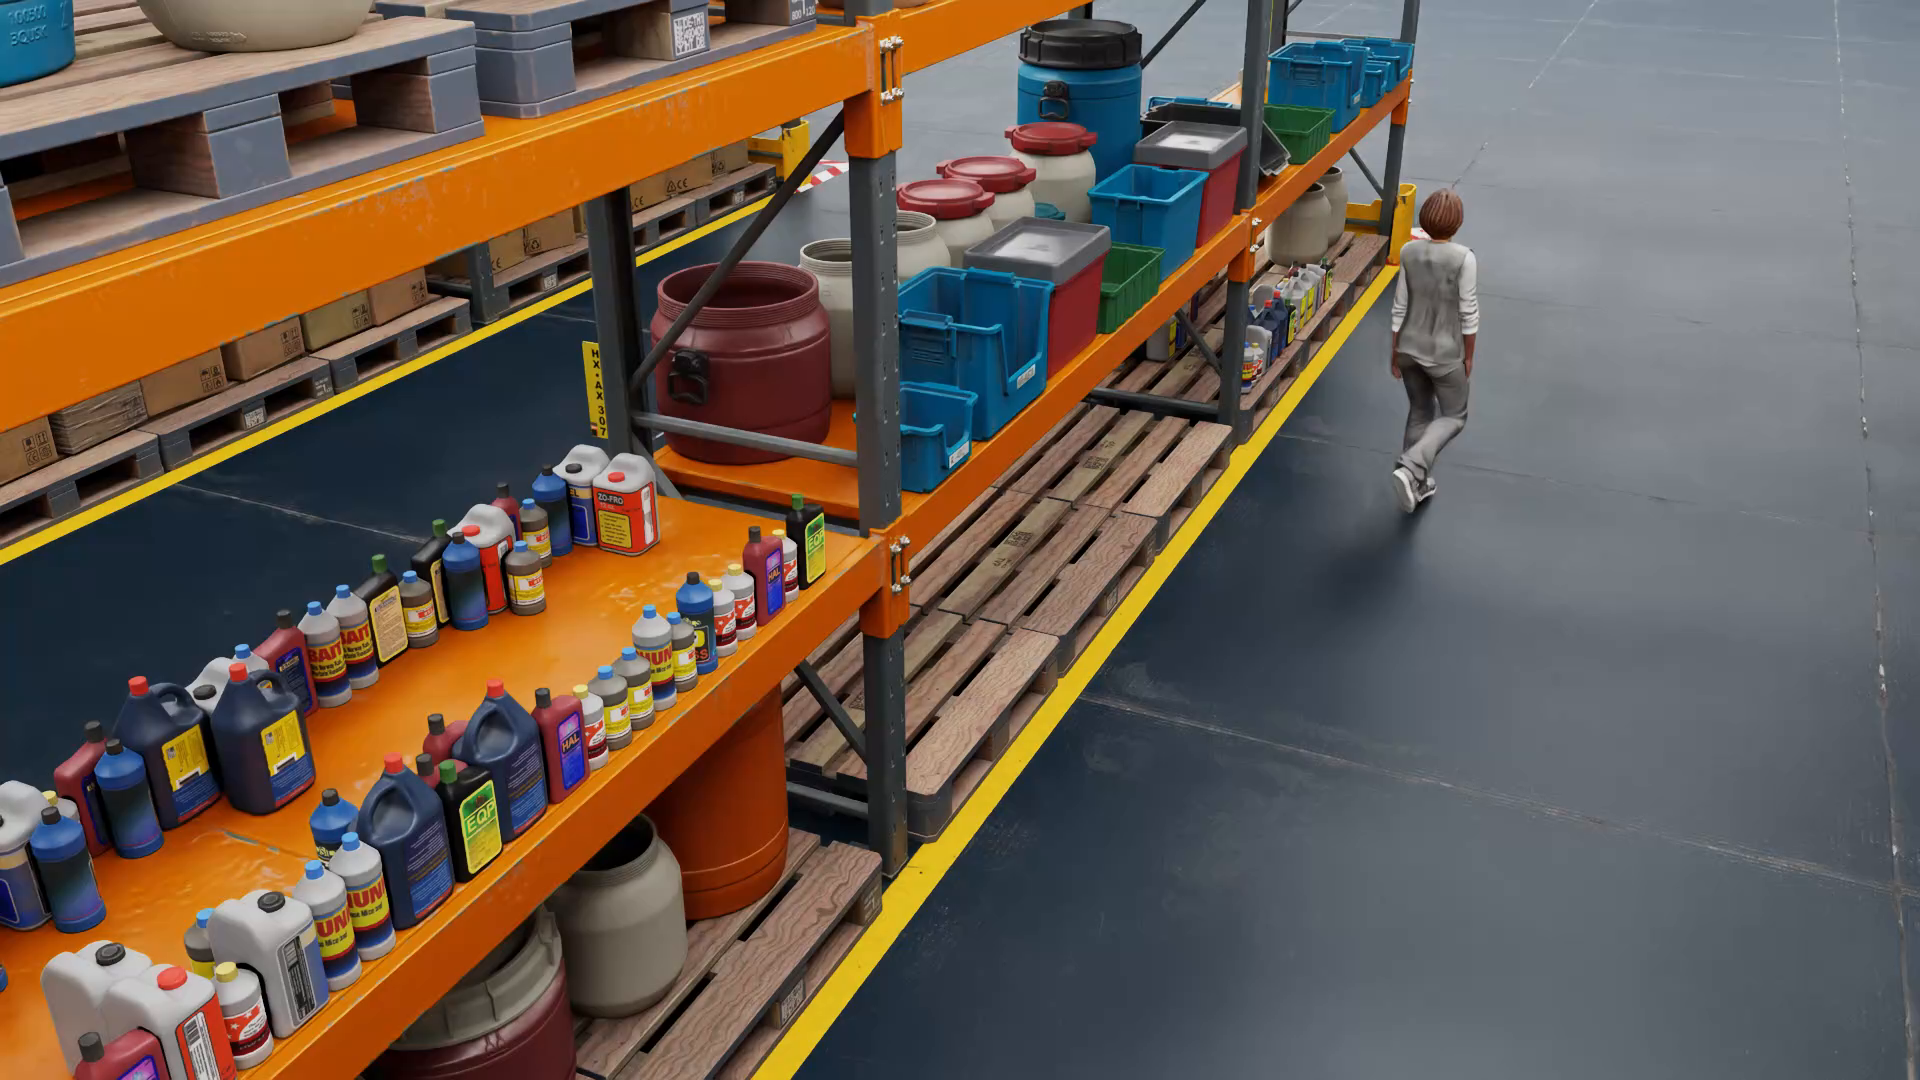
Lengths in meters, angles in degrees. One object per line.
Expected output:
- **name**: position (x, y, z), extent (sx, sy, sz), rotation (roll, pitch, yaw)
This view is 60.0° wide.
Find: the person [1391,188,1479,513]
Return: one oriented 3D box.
- **person**: position (2.205, -0.865, 7.867), extent (0.410, 1.583, 0.614), rotation (22, 34, 37)
